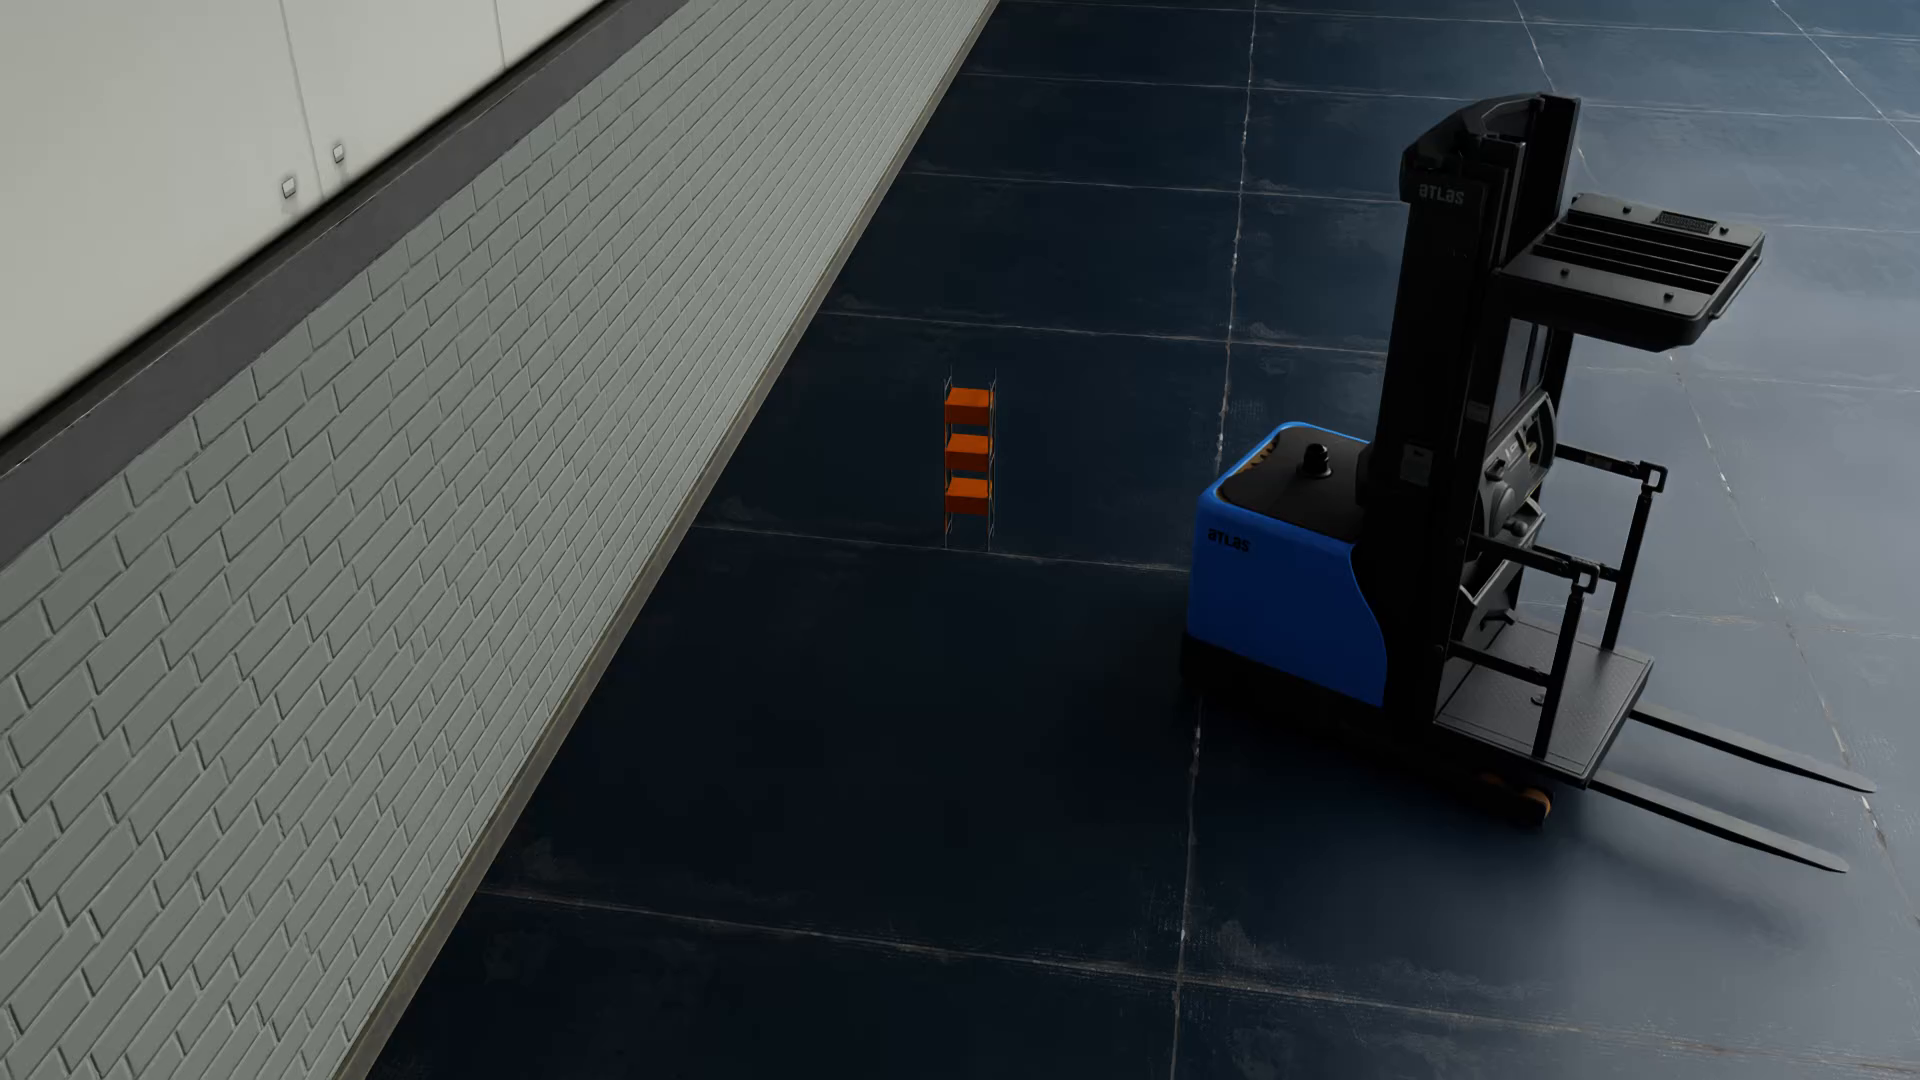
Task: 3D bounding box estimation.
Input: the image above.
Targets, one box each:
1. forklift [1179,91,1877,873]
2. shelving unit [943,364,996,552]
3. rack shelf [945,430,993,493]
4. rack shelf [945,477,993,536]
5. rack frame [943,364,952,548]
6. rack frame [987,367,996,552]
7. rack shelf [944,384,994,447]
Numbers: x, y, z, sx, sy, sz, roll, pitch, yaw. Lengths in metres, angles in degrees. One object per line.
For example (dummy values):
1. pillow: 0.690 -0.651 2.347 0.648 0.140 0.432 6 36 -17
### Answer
1. forklift: 2.589 -0.293 7.130 3.031 2.935 1.130 20 37 29
2. shelving unit: 0.053 -0.440 9.138 0.252 1.050 0.215 5 32 8
3. rack shelf: 0.053 -0.431 9.143 0.240 0.259 0.215 5 32 8
4. rack shelf: 0.053 -0.196 9.291 0.240 0.259 0.215 5 32 8
5. rack frame: -0.068 -0.451 9.155 0.008 1.050 0.200 5 32 8
6. rack frame: 0.173 -0.429 9.120 0.008 1.050 0.200 5 32 8
7. rack shelf: 0.053 -0.672 8.993 0.240 0.259 0.215 5 32 8
